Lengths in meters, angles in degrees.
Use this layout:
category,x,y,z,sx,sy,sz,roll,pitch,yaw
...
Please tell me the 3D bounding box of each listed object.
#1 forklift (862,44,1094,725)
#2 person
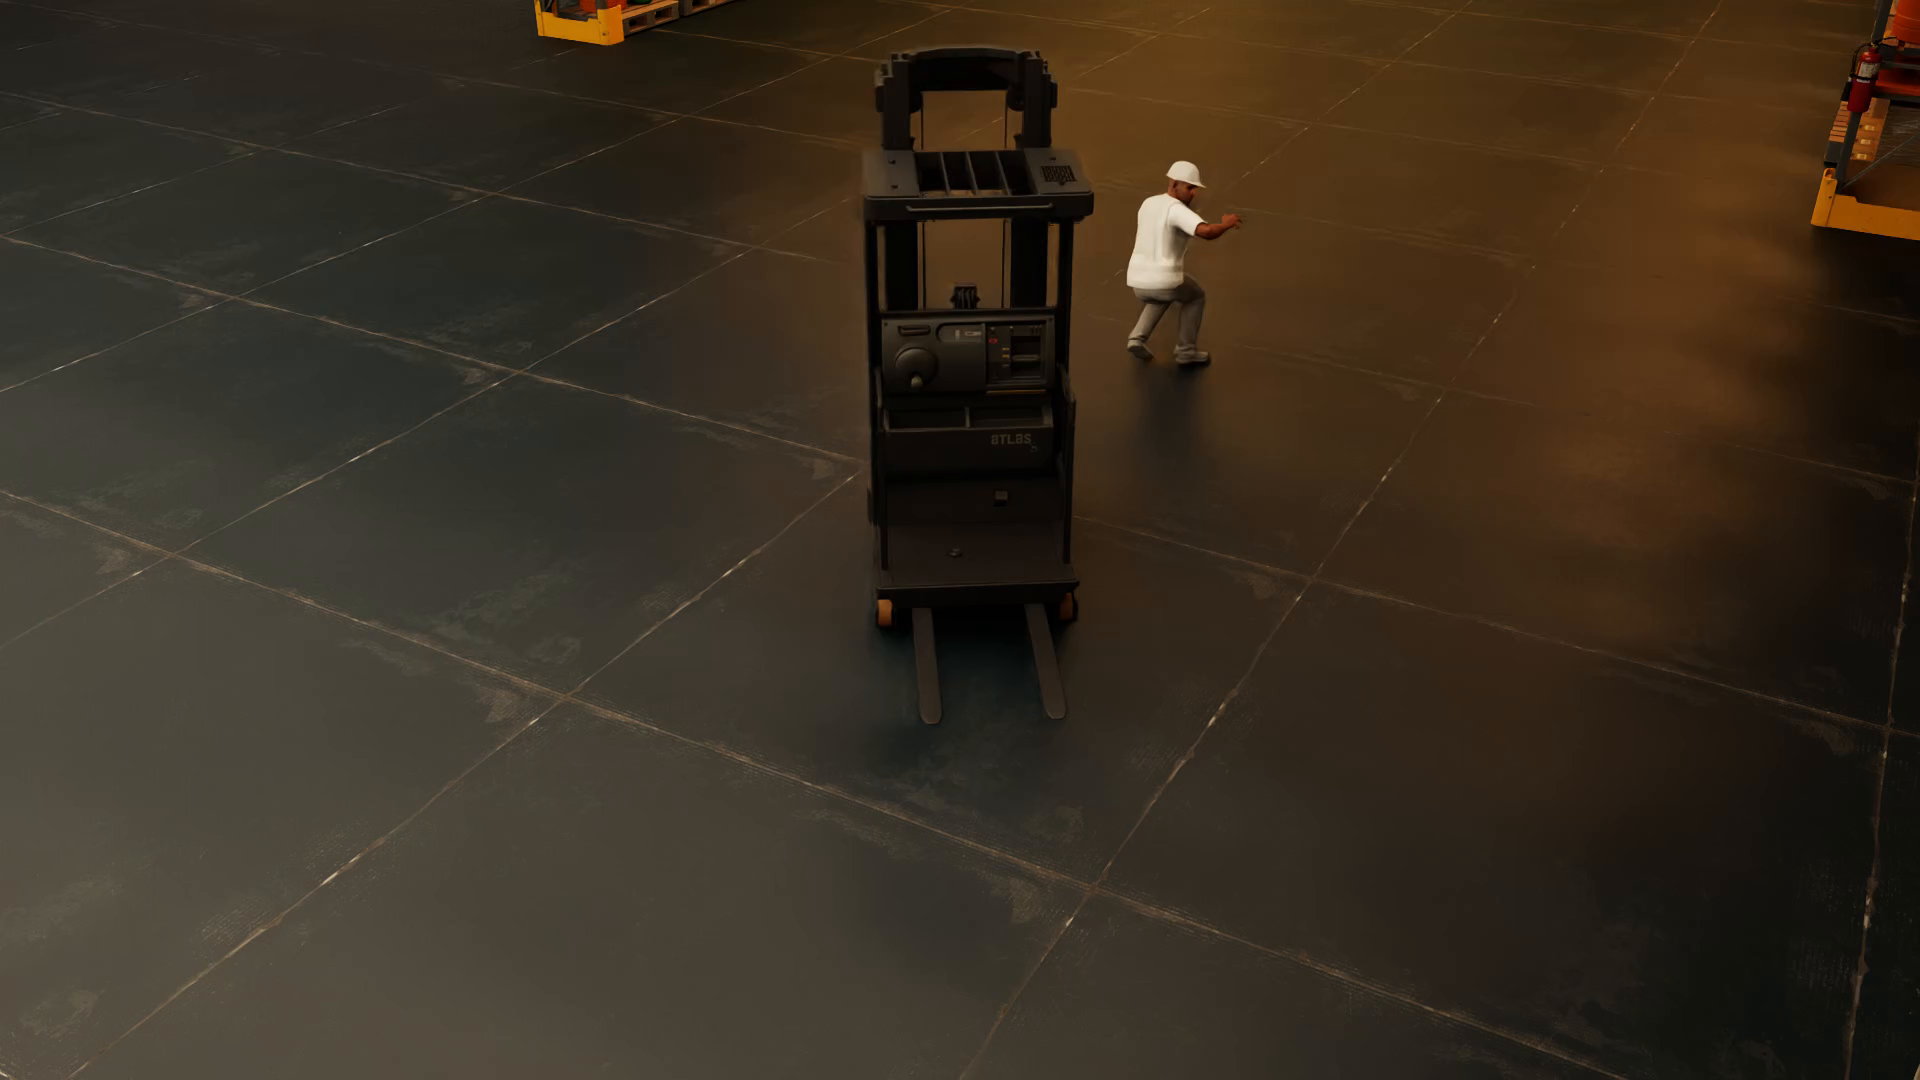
category,x,y,z,sx,sy,sz,roll,pitch,yaw
forklift,0.064,-0.955,8.725,1.130,2.935,3.031,-2,30,-3
person,1.645,-2.002,12.004,0.992,1.479,0.837,-26,39,-37
